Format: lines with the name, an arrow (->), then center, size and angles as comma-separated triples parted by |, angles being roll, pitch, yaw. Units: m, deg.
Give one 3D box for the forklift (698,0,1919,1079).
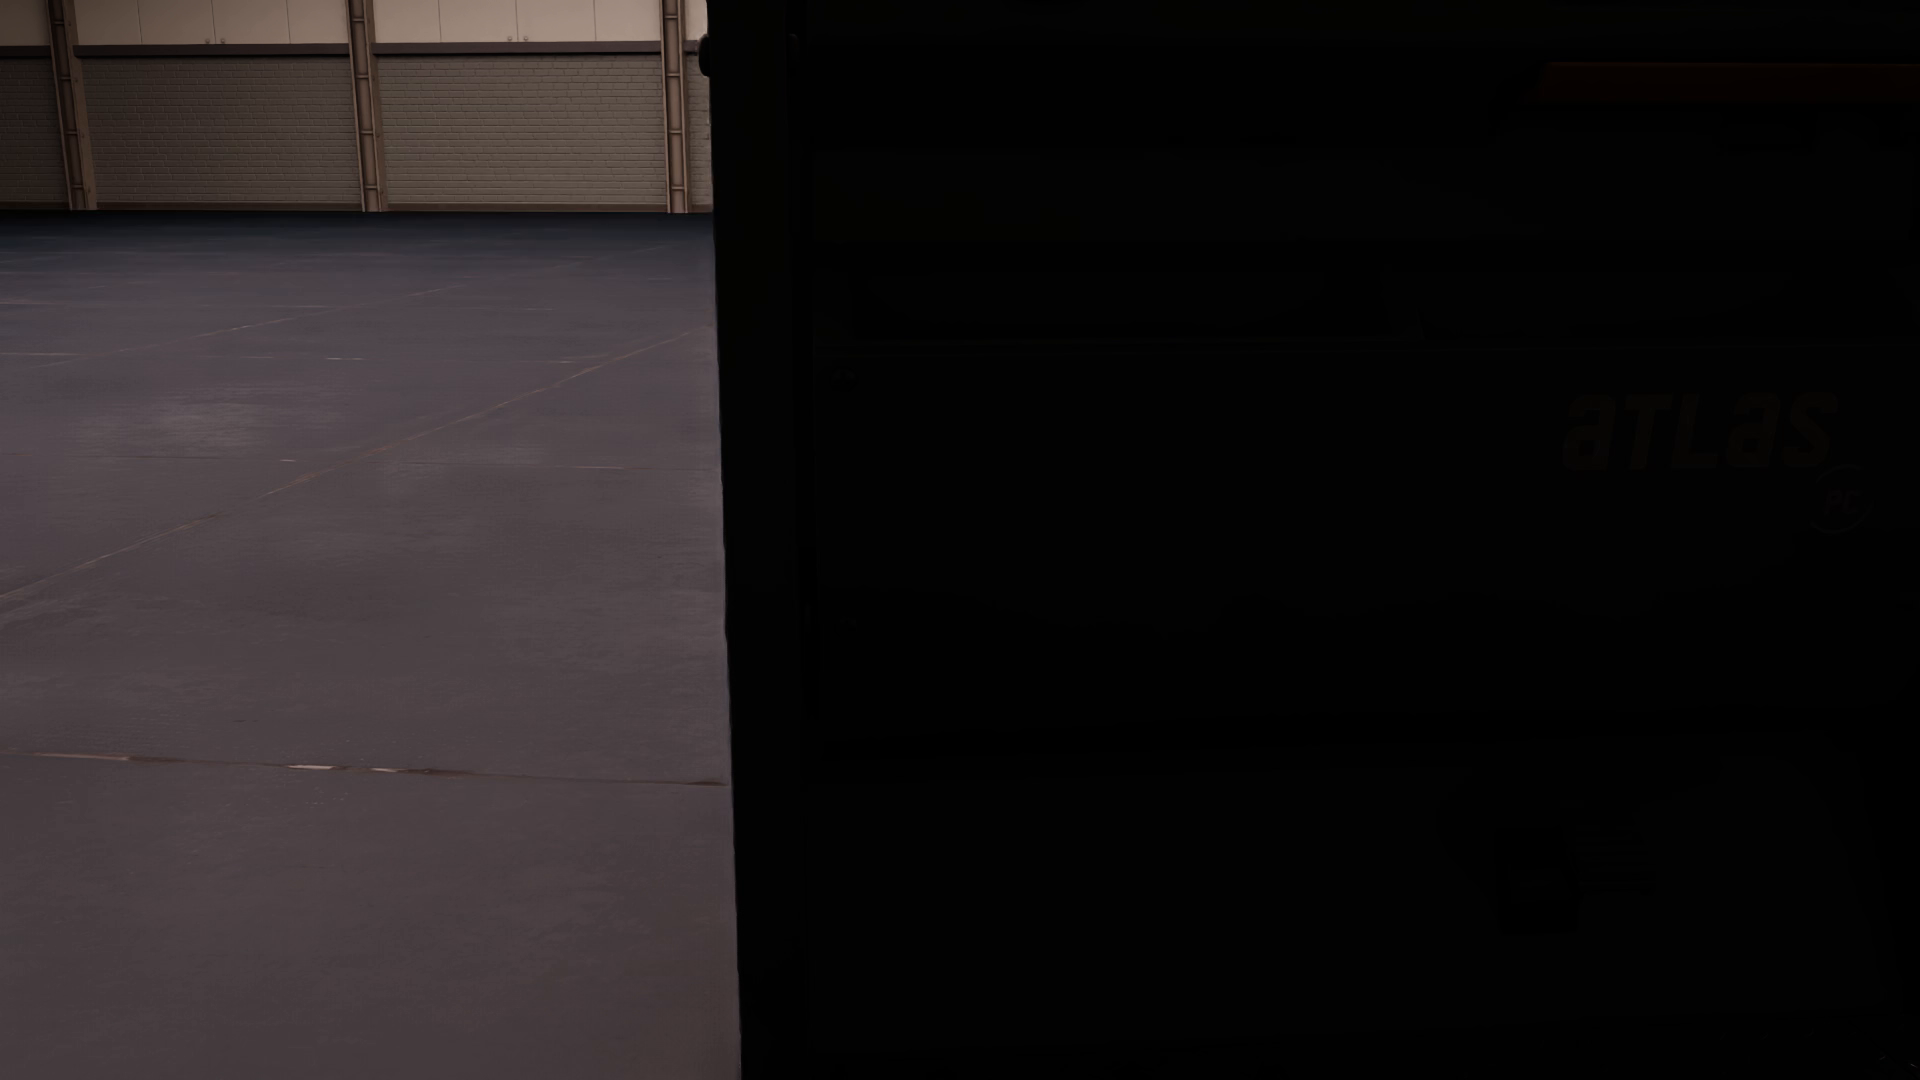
forklift -> 0.368, -0.588, 1.025 | 1.130, 2.935, 3.031 | -1, 13, -5
